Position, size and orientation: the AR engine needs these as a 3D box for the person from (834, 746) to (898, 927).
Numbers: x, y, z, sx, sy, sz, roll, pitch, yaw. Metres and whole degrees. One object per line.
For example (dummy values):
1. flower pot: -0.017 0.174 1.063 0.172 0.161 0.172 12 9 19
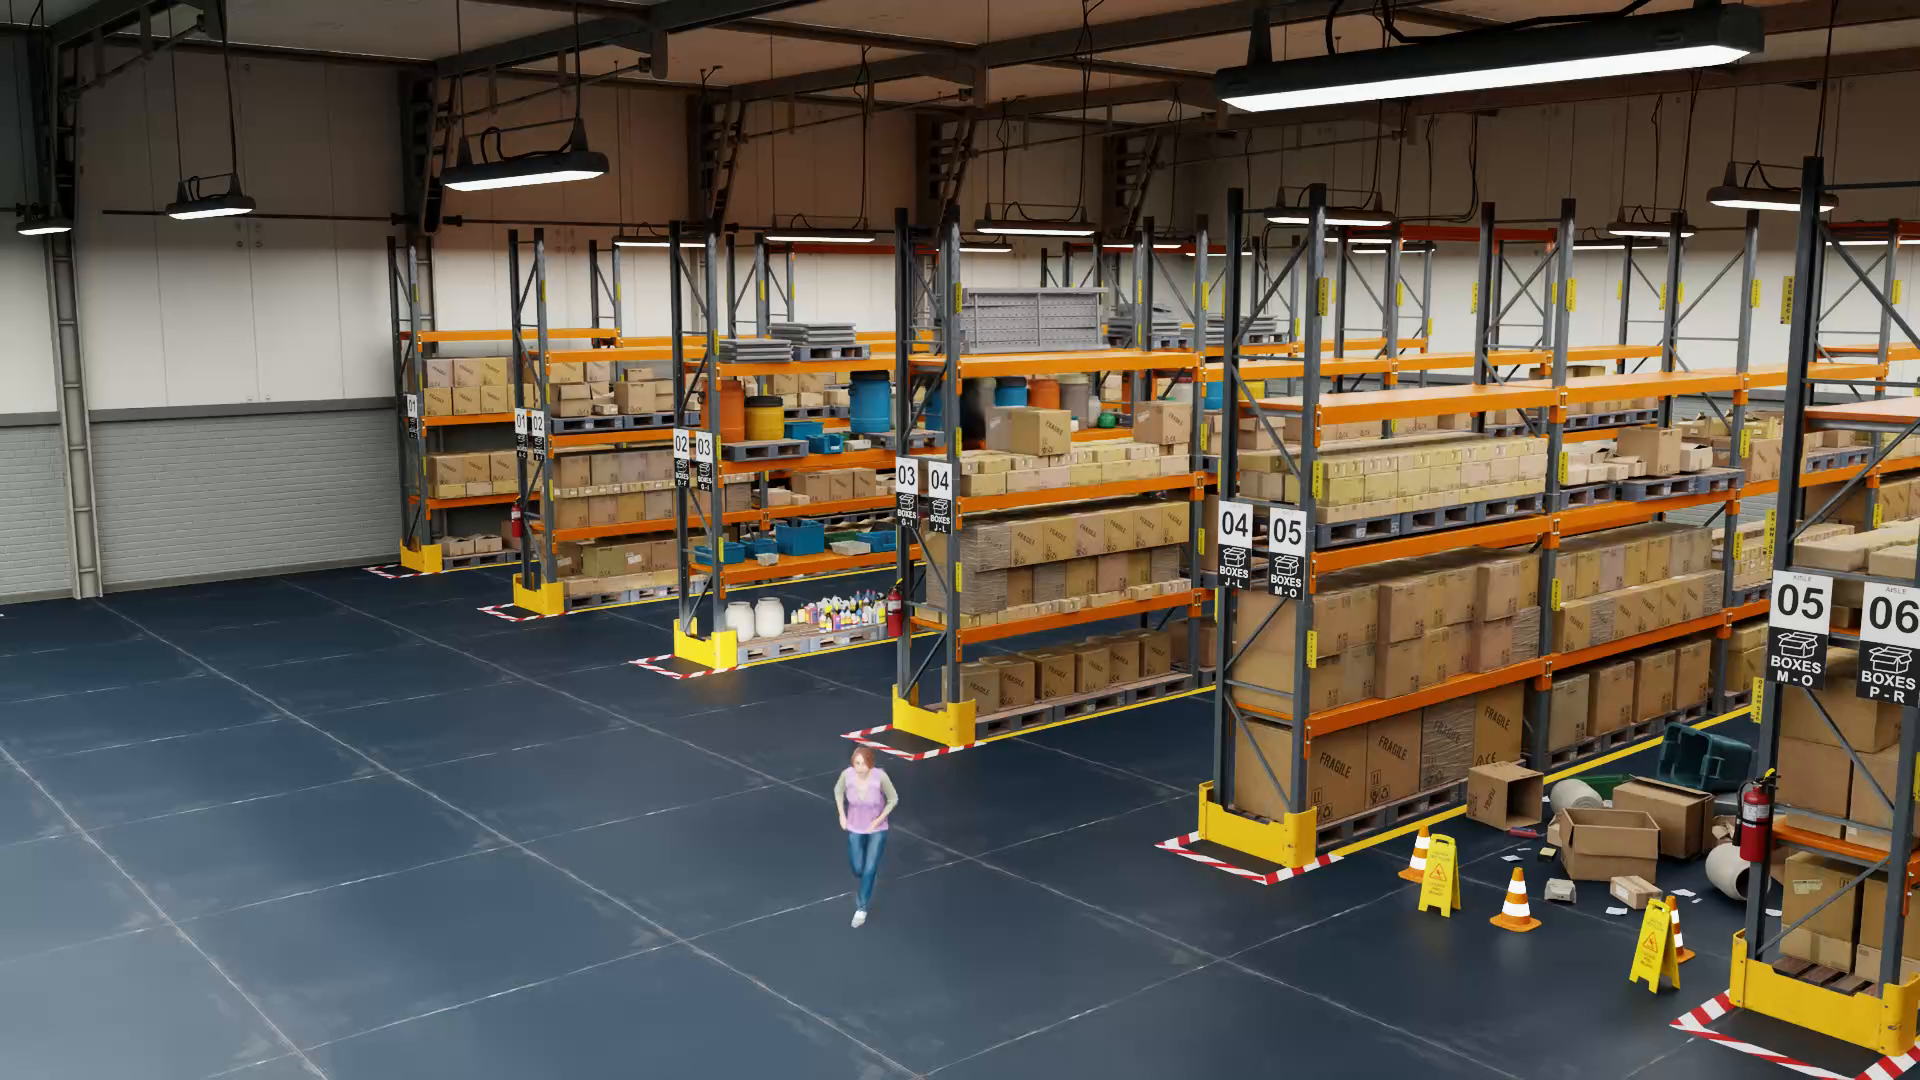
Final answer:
1. person: -0.762 2.366 13.584 0.532 1.537 0.717 0 9 2
